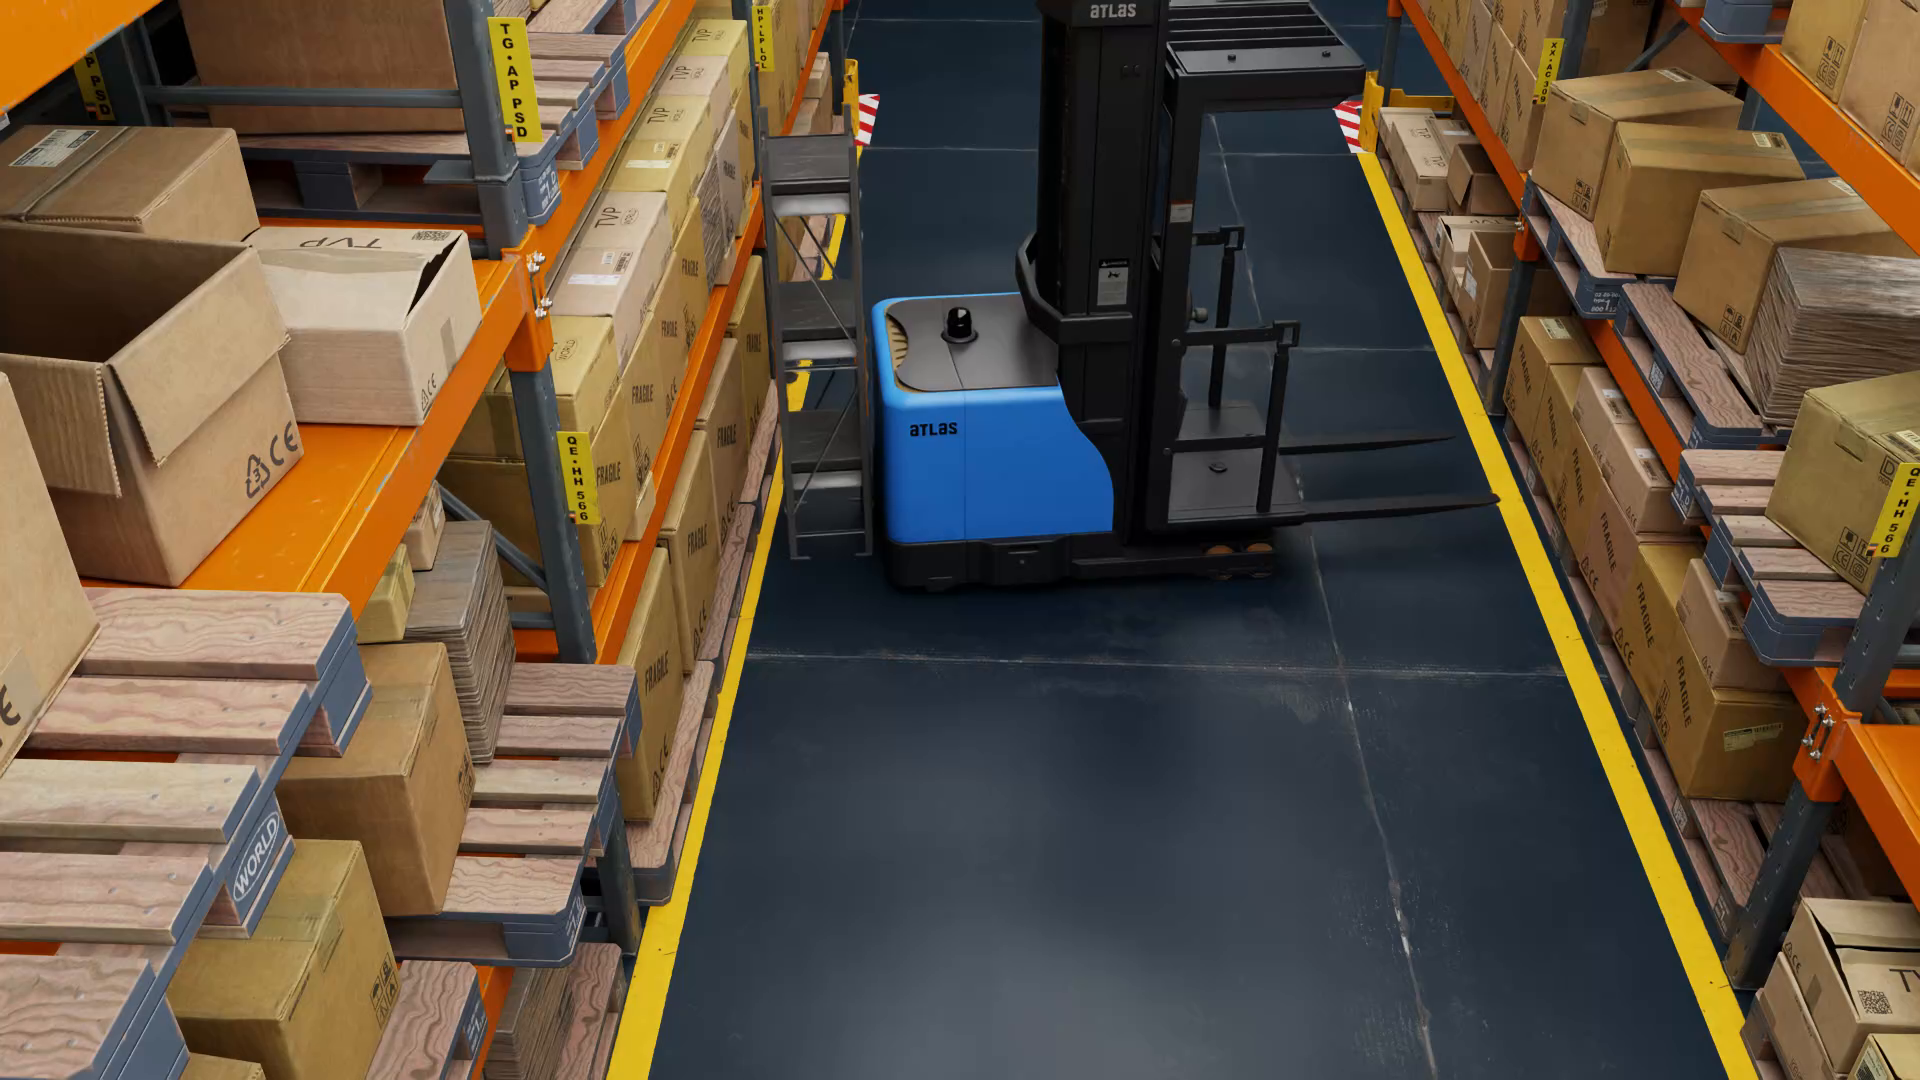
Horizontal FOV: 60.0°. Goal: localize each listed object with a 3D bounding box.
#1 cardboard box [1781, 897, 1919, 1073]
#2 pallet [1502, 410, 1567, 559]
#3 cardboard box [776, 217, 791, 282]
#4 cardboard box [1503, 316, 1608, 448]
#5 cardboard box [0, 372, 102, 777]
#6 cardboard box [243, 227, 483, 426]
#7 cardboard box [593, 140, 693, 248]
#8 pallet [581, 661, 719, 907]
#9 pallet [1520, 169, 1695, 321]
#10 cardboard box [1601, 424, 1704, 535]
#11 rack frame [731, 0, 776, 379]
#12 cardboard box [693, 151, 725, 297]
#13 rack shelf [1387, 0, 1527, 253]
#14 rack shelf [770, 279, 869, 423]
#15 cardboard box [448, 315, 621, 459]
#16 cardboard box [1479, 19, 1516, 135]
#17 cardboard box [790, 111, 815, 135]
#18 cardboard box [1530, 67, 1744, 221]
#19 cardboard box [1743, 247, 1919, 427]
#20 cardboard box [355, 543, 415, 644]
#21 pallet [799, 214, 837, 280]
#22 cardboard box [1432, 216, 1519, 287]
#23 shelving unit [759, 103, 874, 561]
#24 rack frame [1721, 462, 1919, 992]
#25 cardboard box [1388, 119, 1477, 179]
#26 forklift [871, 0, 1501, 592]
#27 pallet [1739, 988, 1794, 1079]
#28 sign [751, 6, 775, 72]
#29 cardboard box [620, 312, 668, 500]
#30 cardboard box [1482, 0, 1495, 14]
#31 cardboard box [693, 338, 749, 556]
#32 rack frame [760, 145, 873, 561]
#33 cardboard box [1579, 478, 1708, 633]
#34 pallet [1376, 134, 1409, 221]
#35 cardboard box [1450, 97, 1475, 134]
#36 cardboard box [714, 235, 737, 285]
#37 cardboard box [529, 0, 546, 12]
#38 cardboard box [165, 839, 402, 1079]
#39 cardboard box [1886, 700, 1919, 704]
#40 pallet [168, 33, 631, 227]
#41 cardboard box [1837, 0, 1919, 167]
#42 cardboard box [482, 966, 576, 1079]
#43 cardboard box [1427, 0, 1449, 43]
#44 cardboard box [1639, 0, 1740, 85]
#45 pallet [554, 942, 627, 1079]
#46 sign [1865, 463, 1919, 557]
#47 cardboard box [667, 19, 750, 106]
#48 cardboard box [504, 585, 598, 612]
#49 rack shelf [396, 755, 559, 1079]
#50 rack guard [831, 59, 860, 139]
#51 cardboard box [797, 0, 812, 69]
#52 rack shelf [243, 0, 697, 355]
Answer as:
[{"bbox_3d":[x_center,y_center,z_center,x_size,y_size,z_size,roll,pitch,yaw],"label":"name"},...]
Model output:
[{"bbox_3d":[2.954,1.382,5.213,0.500,0.311,0.500,2,35,3],"label":"cardboard box"},{"bbox_3d":[3.434,-0.325,8.529,1.003,0.211,1.213,1,35,2],"label":"pallet"},{"bbox_3d":[-1.388,-1.623,9.759,0.700,0.500,0.500,2,35,2],"label":"cardboard box"},{"bbox_3d":[3.166,-0.819,8.598,0.500,0.500,0.500,0,35,0],"label":"cardboard box"},{"bbox_3d":[-1.691,0.089,2.453,0.500,0.500,0.500,0,35,0],"label":"cardboard box"},{"bbox_3d":[-1.440,-0.527,3.843,0.500,0.311,0.500,1,35,2],"label":"cardboard box"},{"bbox_3d":[-1.354,-1.370,6.576,0.500,0.250,0.500,1,35,1],"label":"cardboard box"},{"bbox_3d":[-1.574,0.942,6.727,1.003,0.211,1.213,1,35,2],"label":"pallet"},{"bbox_3d":[3.288,-1.399,7.798,1.003,0.211,1.213,1,35,2],"label":"pallet"},{"bbox_3d":[3.106,-0.263,7.155,0.500,0.250,0.500,1,35,1],"label":"cardboard box"},{"bbox_3d":[-1.521,-2.046,8.553,1.000,3.000,0.127,1,35,2],"label":"rack frame"},{"bbox_3d":[-1.327,-1.364,7.219,0.500,0.500,0.500,1,35,2],"label":"cardboard box"},{"bbox_3d":[3.509,-2.789,10.235,1.077,0.370,4.000,1,35,2],"label":"rack shelf"},{"bbox_3d":[-0.653,-0.902,7.731,0.431,0.518,0.480,-4,35,-5],"label":"rack shelf"},{"bbox_3d":[-1.404,-0.497,5.333,0.500,0.250,0.500,2,35,3],"label":"cardboard box"},{"bbox_3d":[3.212,-2.564,9.203,0.500,0.500,0.500,2,35,3],"label":"cardboard box"},{"bbox_3d":[-1.328,-2.512,11.025,0.700,0.500,0.500,0,35,0],"label":"cardboard box"},{"bbox_3d":[3.187,-1.880,7.864,0.700,0.500,0.500,-10,36,-14],"label":"cardboard box"},{"bbox_3d":[3.409,-0.734,6.233,0.700,0.500,0.500,8,36,11],"label":"cardboard box"},{"bbox_3d":[-1.663,0.150,4.394,0.380,0.149,0.250,-4,35,-6],"label":"cardboard box"},{"bbox_3d":[-1.366,-2.043,10.974,1.003,0.211,1.213,1,35,2],"label":"pallet"},{"bbox_3d":[3.199,-1.779,10.128,0.500,0.311,0.500,1,35,2],"label":"cardboard box"},{"bbox_3d":[-0.653,-0.913,7.723,0.431,2.100,0.503,-4,35,-5],"label":"shelving unit"},{"bbox_3d":[3.268,0.364,5.123,1.000,3.000,0.127,1,35,2],"label":"rack frame"},{"bbox_3d":[3.264,-2.694,11.483,0.500,0.250,0.500,1,35,2],"label":"cardboard box"},{"bbox_3d":[1.107,-1.307,7.560,3.031,2.935,1.130,-4,35,-5],"label":"forklift"},{"bbox_3d":[3.196,1.977,5.253,1.003,0.211,1.213,1,35,2],"label":"pallet"},{"bbox_3d":[-0.978,-2.480,8.233,0.100,0.325,0.005,1,35,2],"label":"sign"},{"bbox_3d":[-1.376,-0.493,5.979,0.500,0.500,0.500,2,35,3],"label":"cardboard box"},{"bbox_3d":[3.229,-3.264,9.329,0.500,0.500,0.500,2,35,2],"label":"cardboard box"},{"bbox_3d":[-1.450,-0.451,7.788,0.750,0.750,0.750,2,35,3],"label":"cardboard box"},{"bbox_3d":[-0.628,-0.774,7.525,0.400,2.100,0.015,-4,35,-5],"label":"rack frame"},{"bbox_3d":[3.107,0.065,7.340,0.500,0.500,0.500,0,35,0],"label":"cardboard box"},{"bbox_3d":[3.556,-2.589,11.751,1.003,0.211,1.213,1,35,2],"label":"pallet"},{"bbox_3d":[3.814,-3.071,11.803,0.500,0.500,0.500,1,35,2],"label":"cardboard box"},{"bbox_3d":[-1.245,-1.304,7.698,0.380,0.149,0.250,1,35,2],"label":"cardboard box"},{"bbox_3d":[-1.715,-2.099,5.550,0.700,0.500,0.500,3,35,4],"label":"cardboard box"},{"bbox_3d":[-1.718,1.018,3.724,0.700,0.500,0.500,1,35,2],"label":"cardboard box"},{"bbox_3d":[3.588,0.651,6.506,0.500,0.500,0.500,0,35,0],"label":"cardboard box"},{"bbox_3d":[-1.709,-1.269,5.003,1.213,0.211,1.003,3,35,4],"label":"pallet"},{"bbox_3d":[3.273,-1.448,5.006,0.910,0.500,0.500,1,35,2],"label":"cardboard box"},{"bbox_3d":[-1.658,1.510,5.285,0.700,0.500,0.500,2,35,3],"label":"cardboard box"},{"bbox_3d":[3.270,-3.439,10.448,0.500,0.500,0.500,1,35,2],"label":"cardboard box"},{"bbox_3d":[3.729,-2.648,8.453,0.500,0.500,0.500,2,35,3],"label":"cardboard box"},{"bbox_3d":[-1.714,1.842,5.446,1.003,0.211,1.213,1,35,2],"label":"pallet"},{"bbox_3d":[2.726,-0.084,4.823,0.100,0.325,0.005,1,35,2],"label":"sign"},{"bbox_3d":[-1.284,-2.249,7.827,0.500,0.250,0.500,2,35,3],"label":"cardboard box"},{"bbox_3d":[-1.437,0.163,5.611,0.380,0.149,0.250,1,35,1],"label":"cardboard box"},{"bbox_3d":[-1.762,1.695,3.855,1.077,0.370,4.000,1,35,2],"label":"rack shelf"},{"bbox_3d":[-1.359,-3.335,12.561,1.175,0.500,0.348,1,35,2],"label":"rack guard"},{"bbox_3d":[-1.428,-3.318,10.101,0.980,0.700,0.700,0,35,0],"label":"cardboard box"},{"bbox_3d":[-1.601,-1.830,6.262,1.077,0.370,4.000,1,35,2],"label":"rack shelf"}]
